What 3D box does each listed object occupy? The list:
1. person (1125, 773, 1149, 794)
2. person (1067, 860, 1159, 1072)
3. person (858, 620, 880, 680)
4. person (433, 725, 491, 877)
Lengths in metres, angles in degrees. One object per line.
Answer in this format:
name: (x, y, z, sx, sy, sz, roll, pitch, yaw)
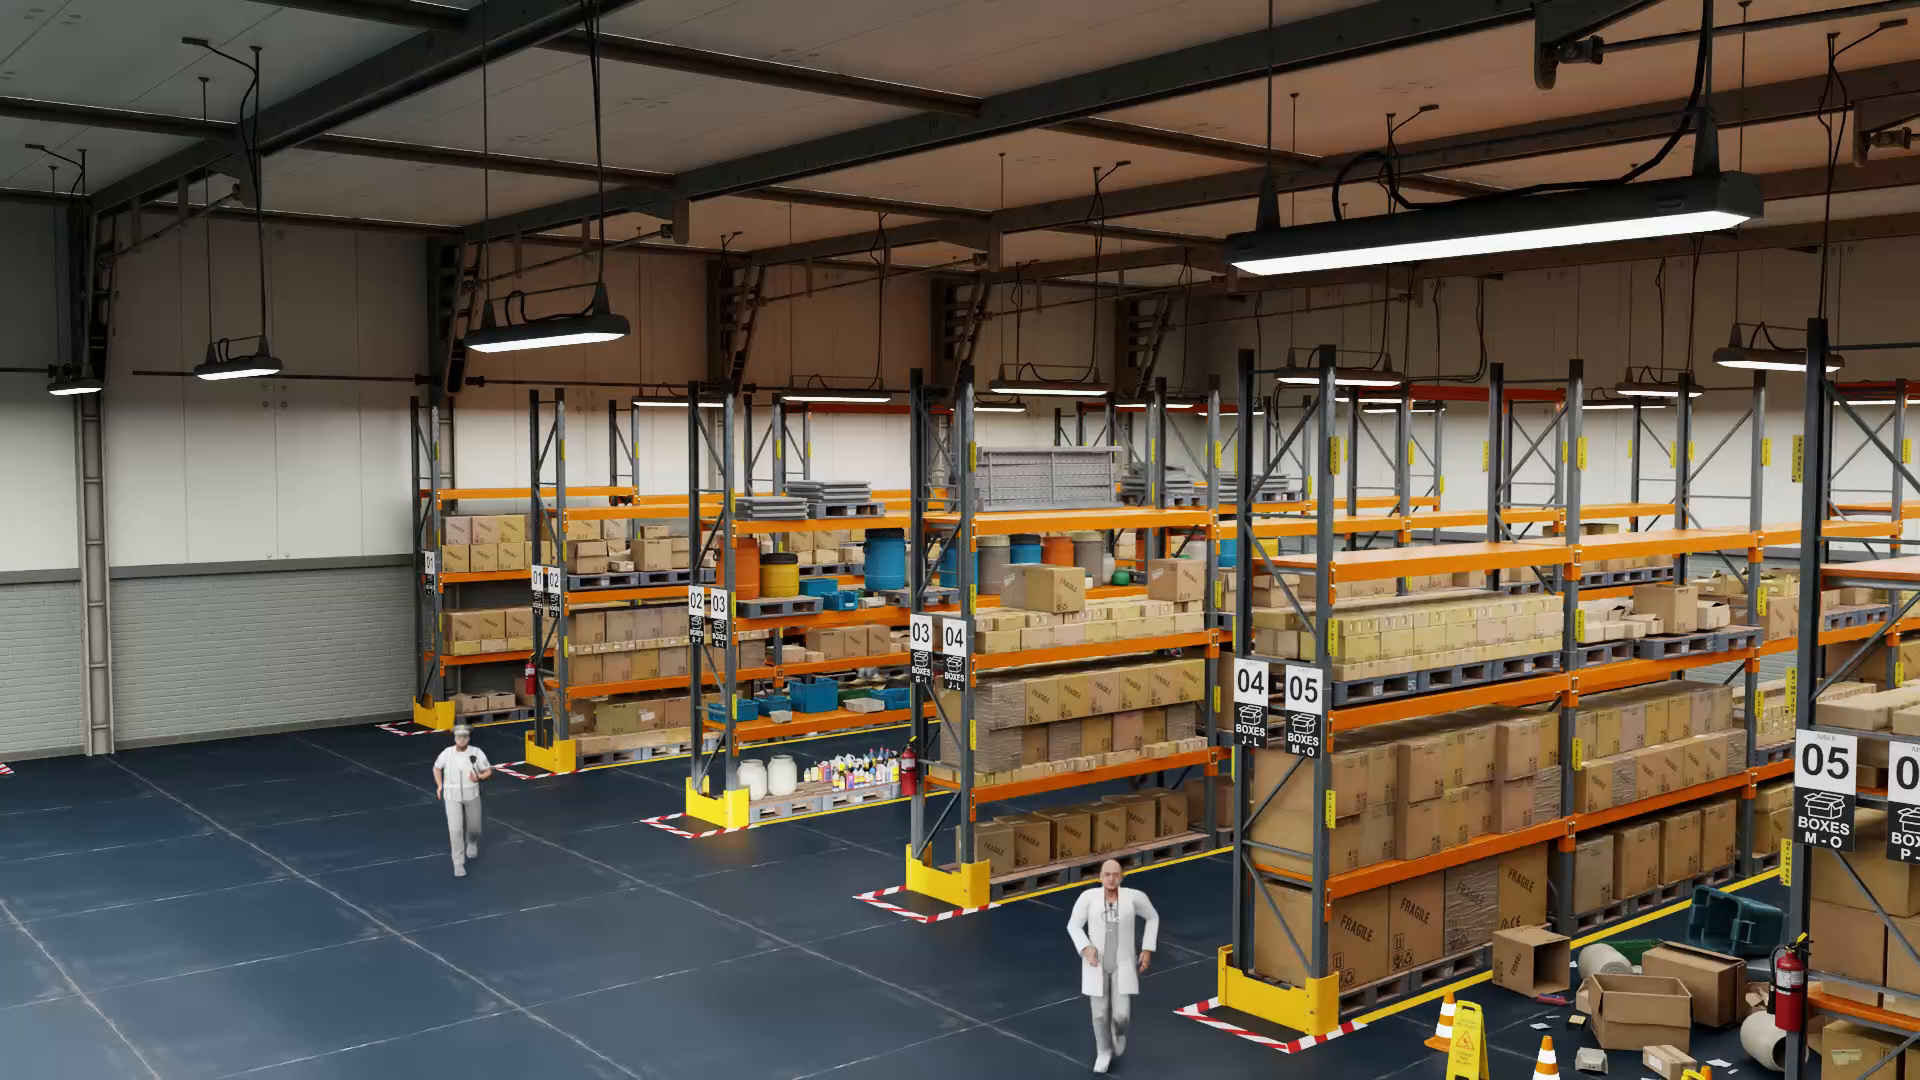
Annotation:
person: (2.495, 2.942, 24.185, 0.631, 1.617, 0.589, -3, 4, -41)
person: (1.257, 3.494, 13.672, 0.754, 1.743, 0.664, 0, 3, 6)
person: (-1.775, 2.324, 33.292, 0.657, 1.755, 0.760, 3, 5, 44)
person: (-5.990, 3.088, 20.028, 0.672, 1.755, 0.933, -1, 4, -18)
